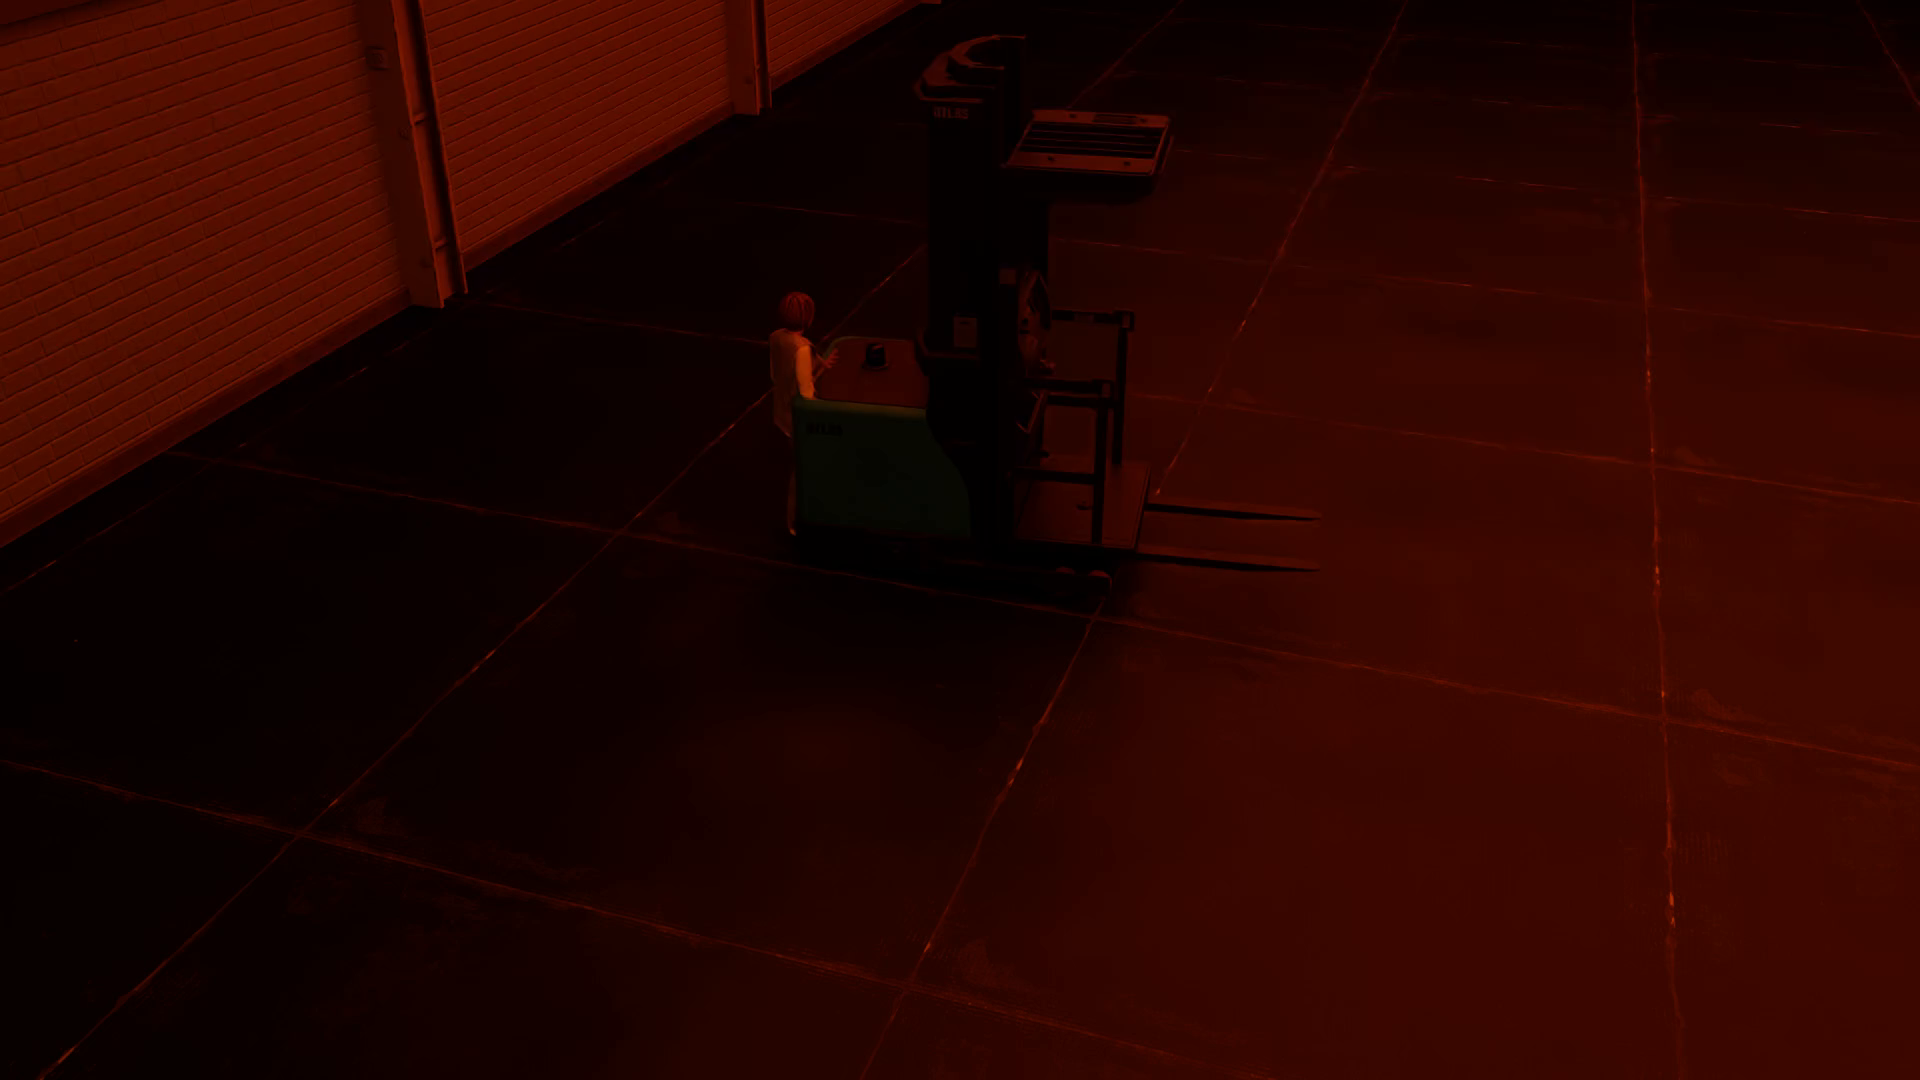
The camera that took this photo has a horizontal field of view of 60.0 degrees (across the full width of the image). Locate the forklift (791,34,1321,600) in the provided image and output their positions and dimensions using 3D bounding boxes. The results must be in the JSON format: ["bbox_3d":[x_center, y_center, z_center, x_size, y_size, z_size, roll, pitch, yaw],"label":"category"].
[{"bbox_3d":[0.603,-1.219,9.276,3.031,2.935,1.130,6,30,10],"label":"forklift"}]

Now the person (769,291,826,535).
[{"bbox_3d":[-0.892,-0.692,9.712,0.370,1.584,0.547,-18,34,-29],"label":"person"}]
